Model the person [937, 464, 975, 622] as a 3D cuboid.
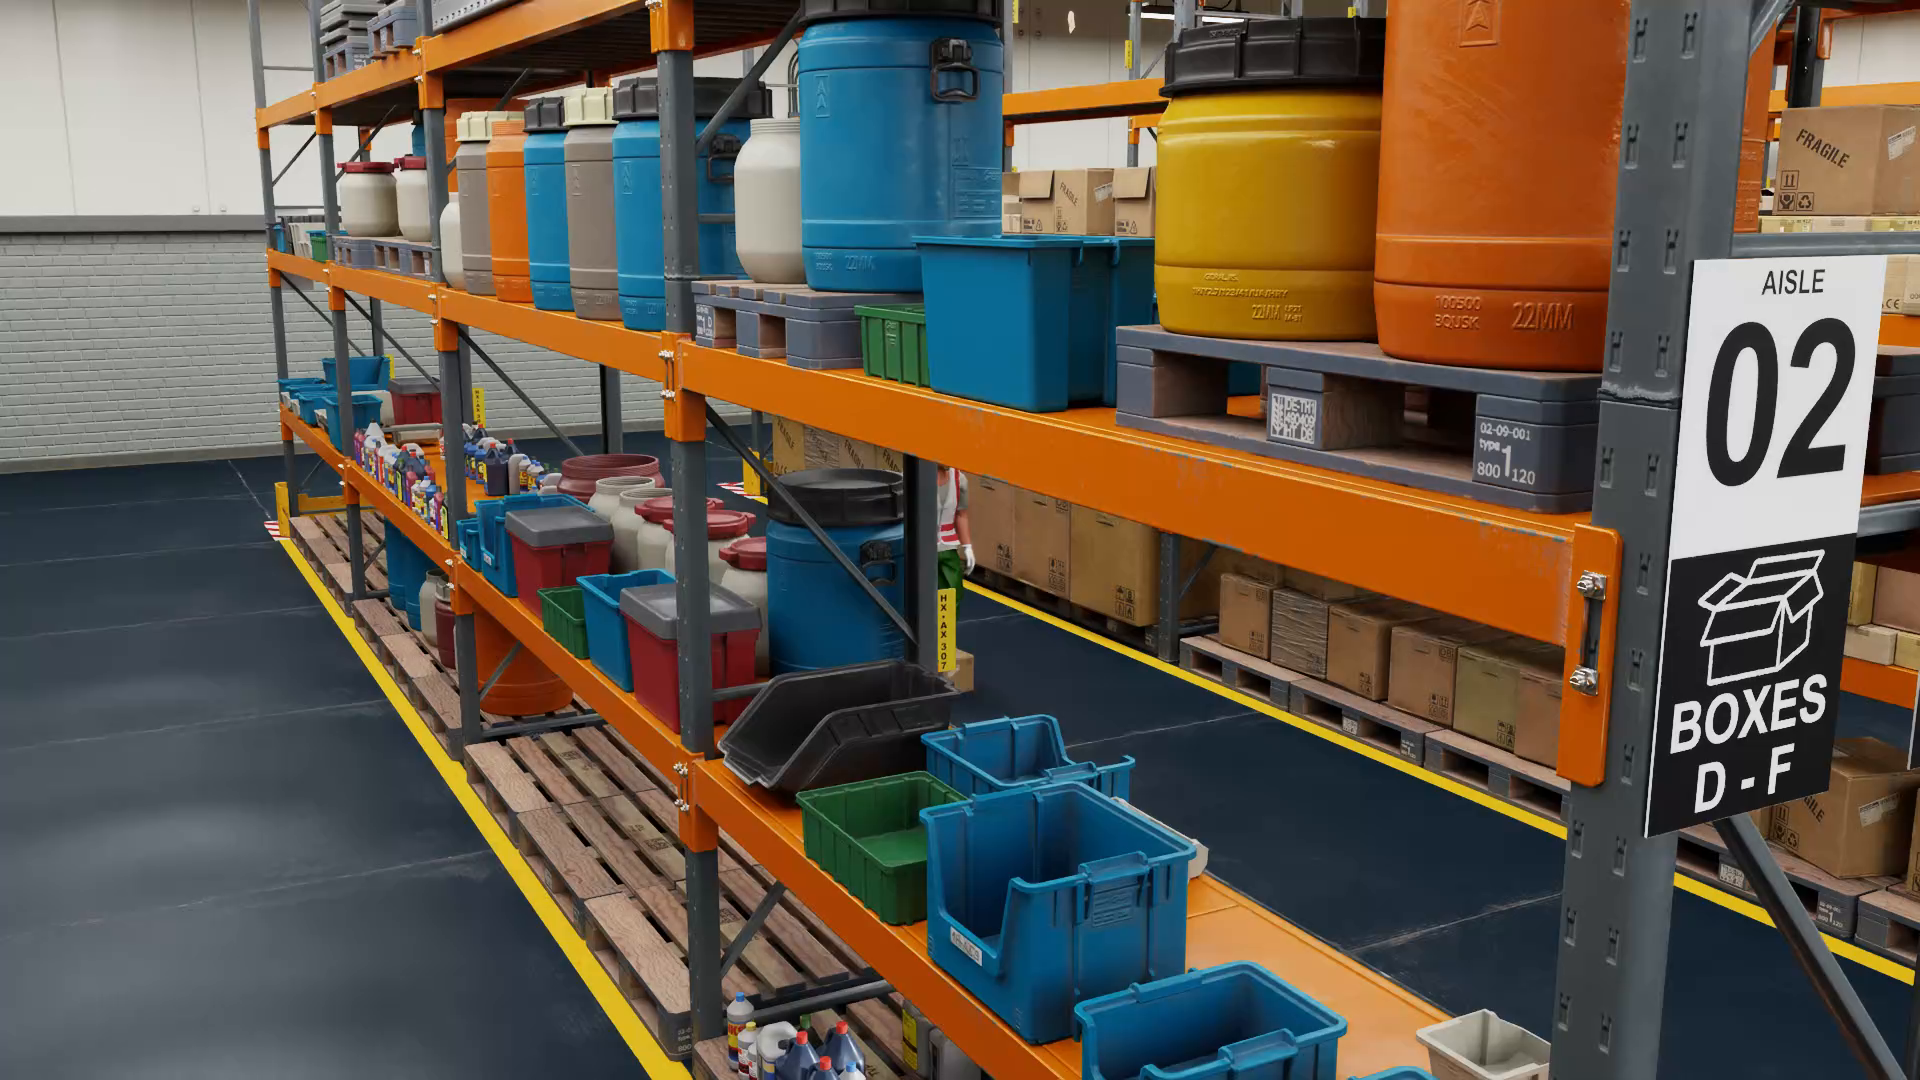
[{"bbox_3d":[-0.169,0.107,11.385,0.620,1.780,0.446,-7,13,-31],"label":"person"}]
